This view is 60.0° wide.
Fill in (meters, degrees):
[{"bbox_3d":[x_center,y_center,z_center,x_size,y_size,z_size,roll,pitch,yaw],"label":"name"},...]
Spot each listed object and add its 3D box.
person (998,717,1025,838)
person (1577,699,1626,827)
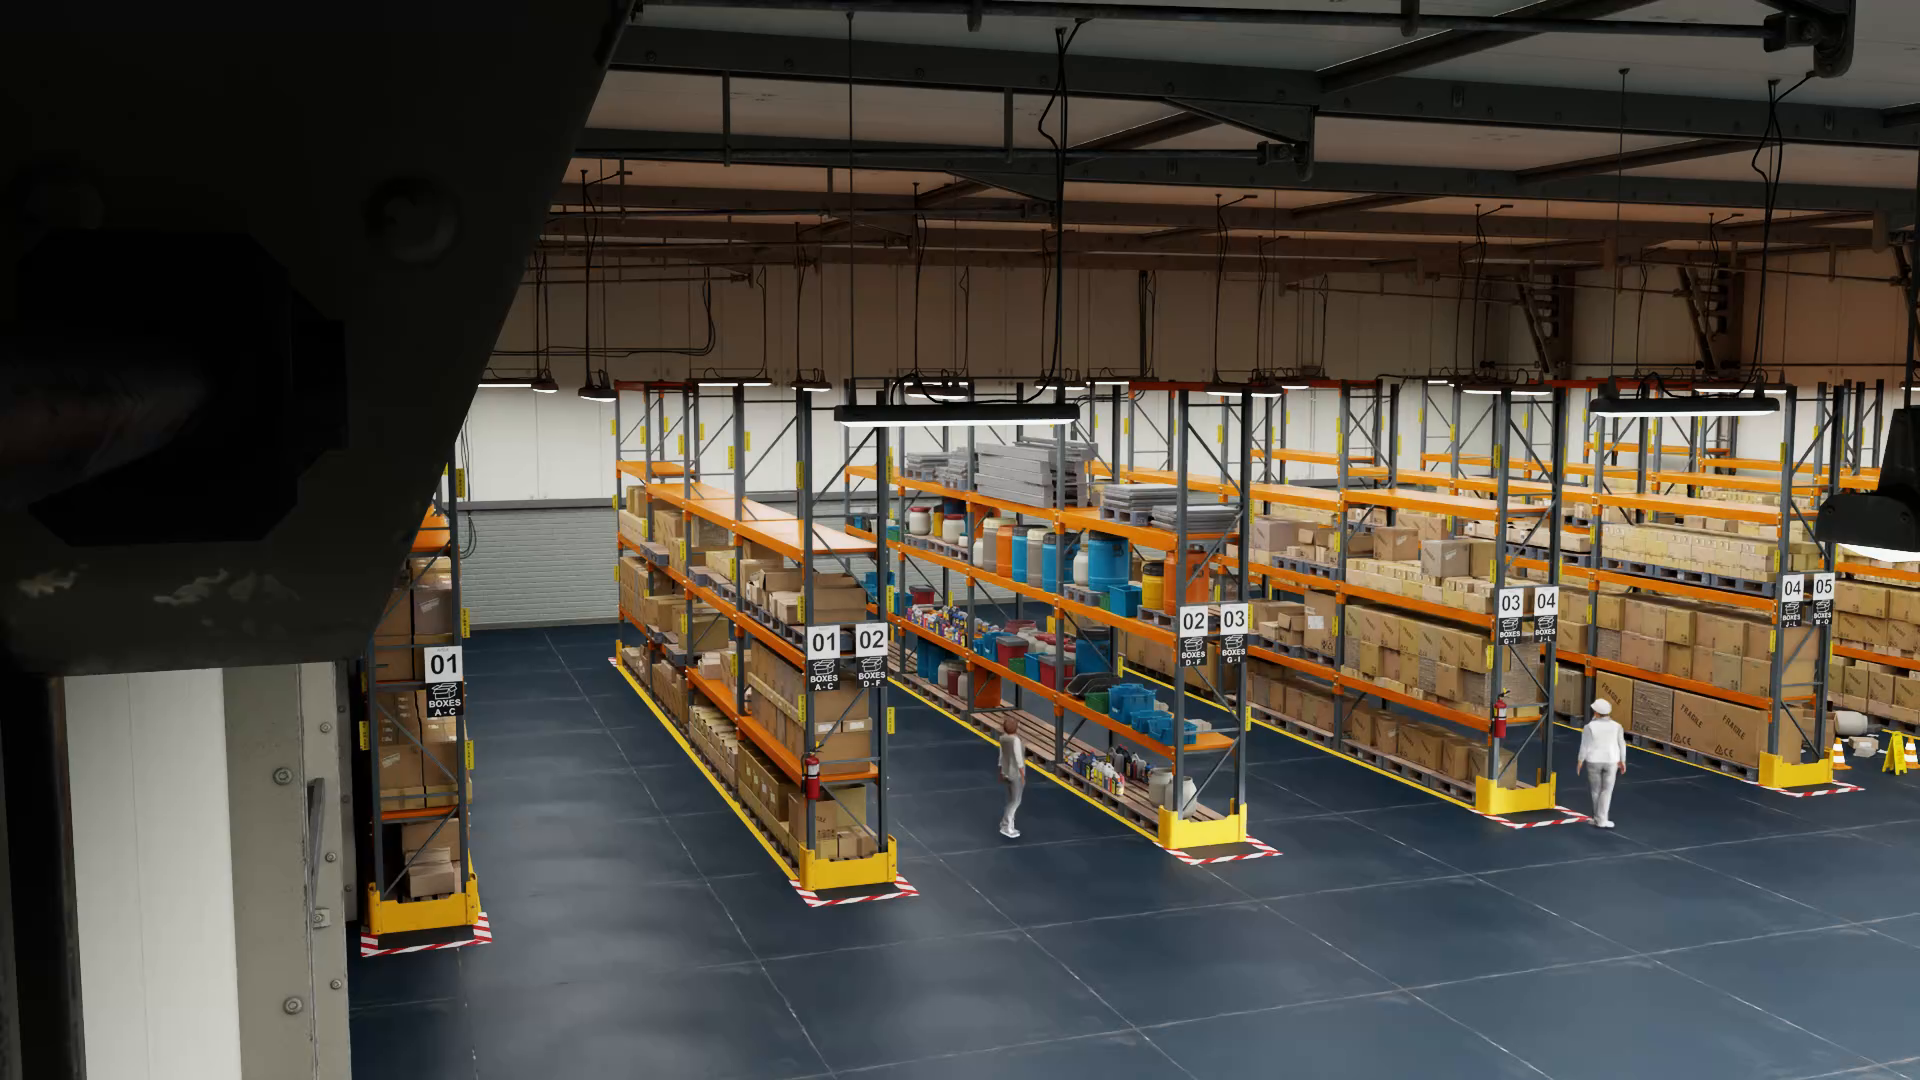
[{"bbox_3d":[0.685,3.176,22.312,0.348,1.611,0.517,-4,7,-33],"label":"person"},{"bbox_3d":[8.771,3.047,22.736,0.616,1.791,0.384,3,7,22],"label":"person"}]
